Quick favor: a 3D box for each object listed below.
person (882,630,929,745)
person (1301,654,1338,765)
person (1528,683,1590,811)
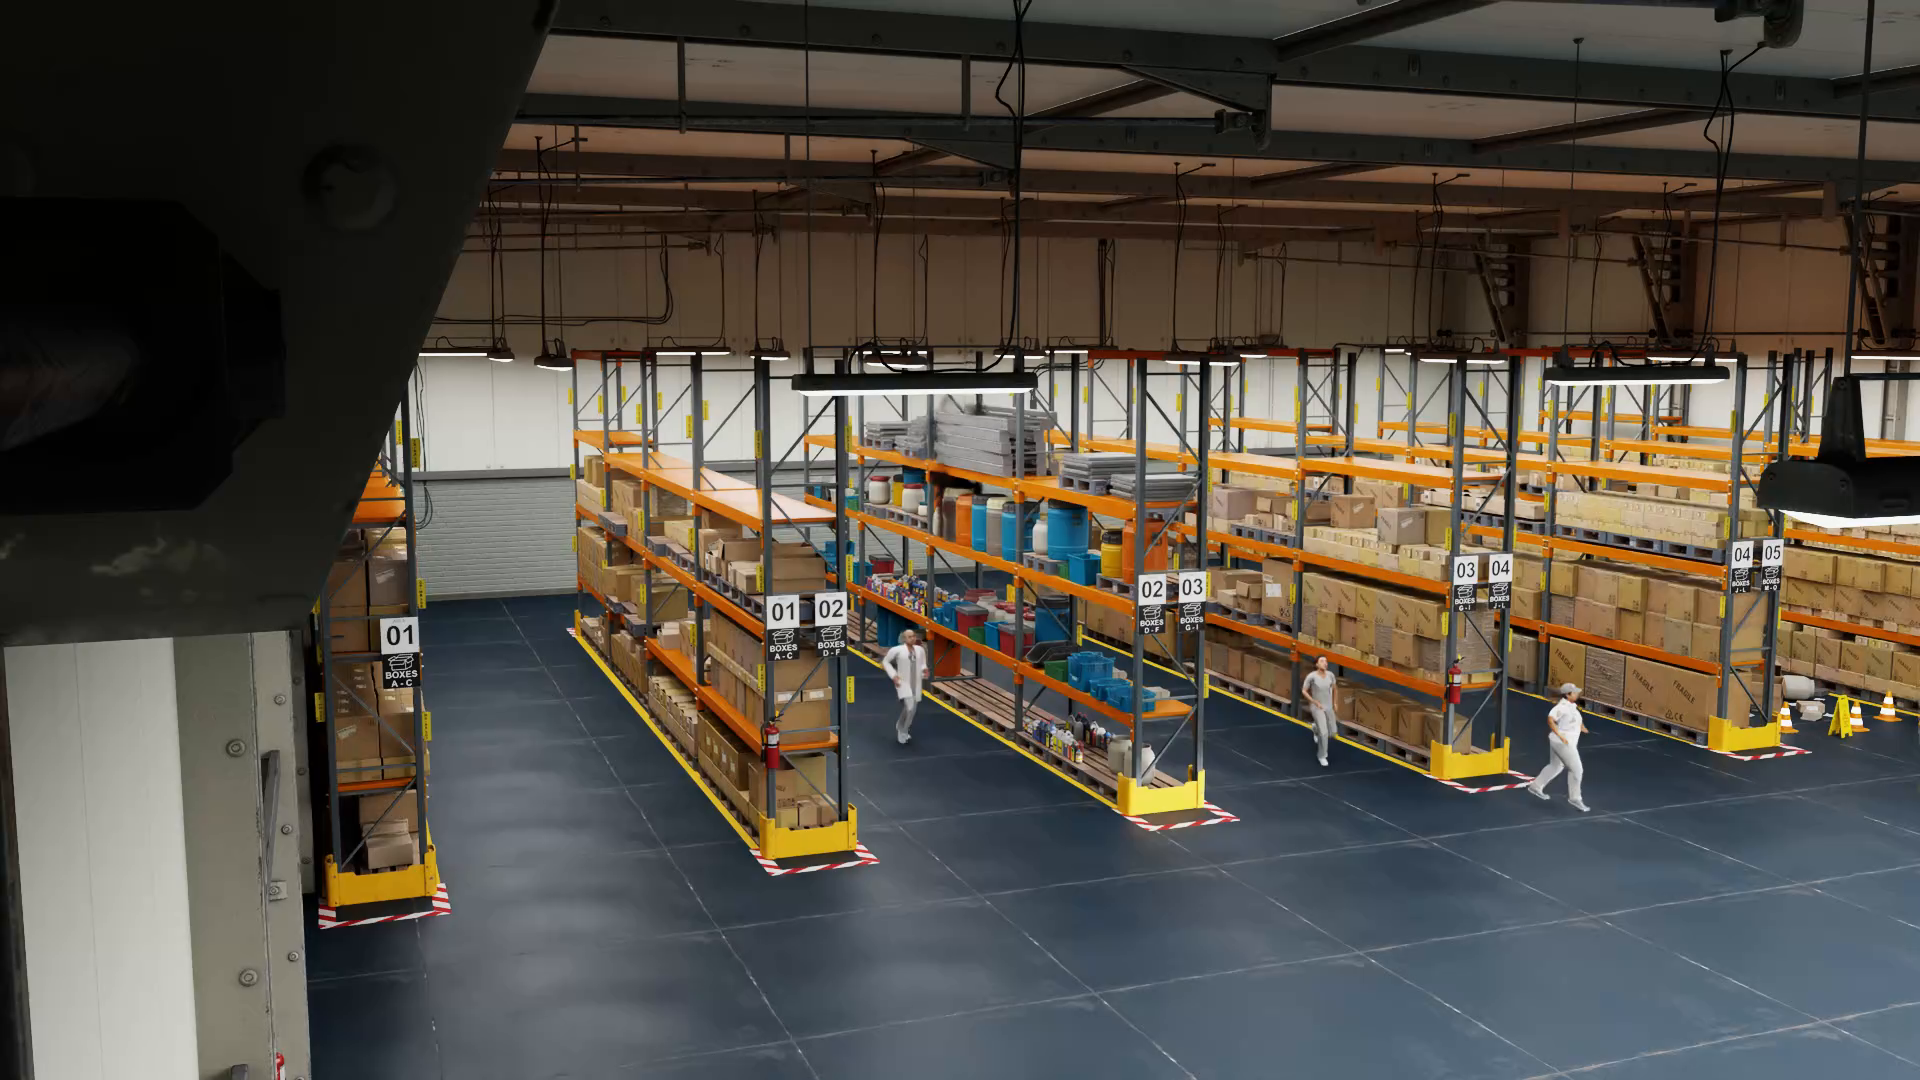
[{"bbox_3d":[-0.788,2.274,25.690,0.664,1.777,0.741,-5,8,-32],"label":"person"},{"bbox_3d":[5.328,2.483,24.660,0.580,1.616,0.639,-2,8,-19],"label":"person"},{"bbox_3d":[8.055,2.751,22.264,0.782,1.709,0.617,3,8,20],"label":"person"}]
